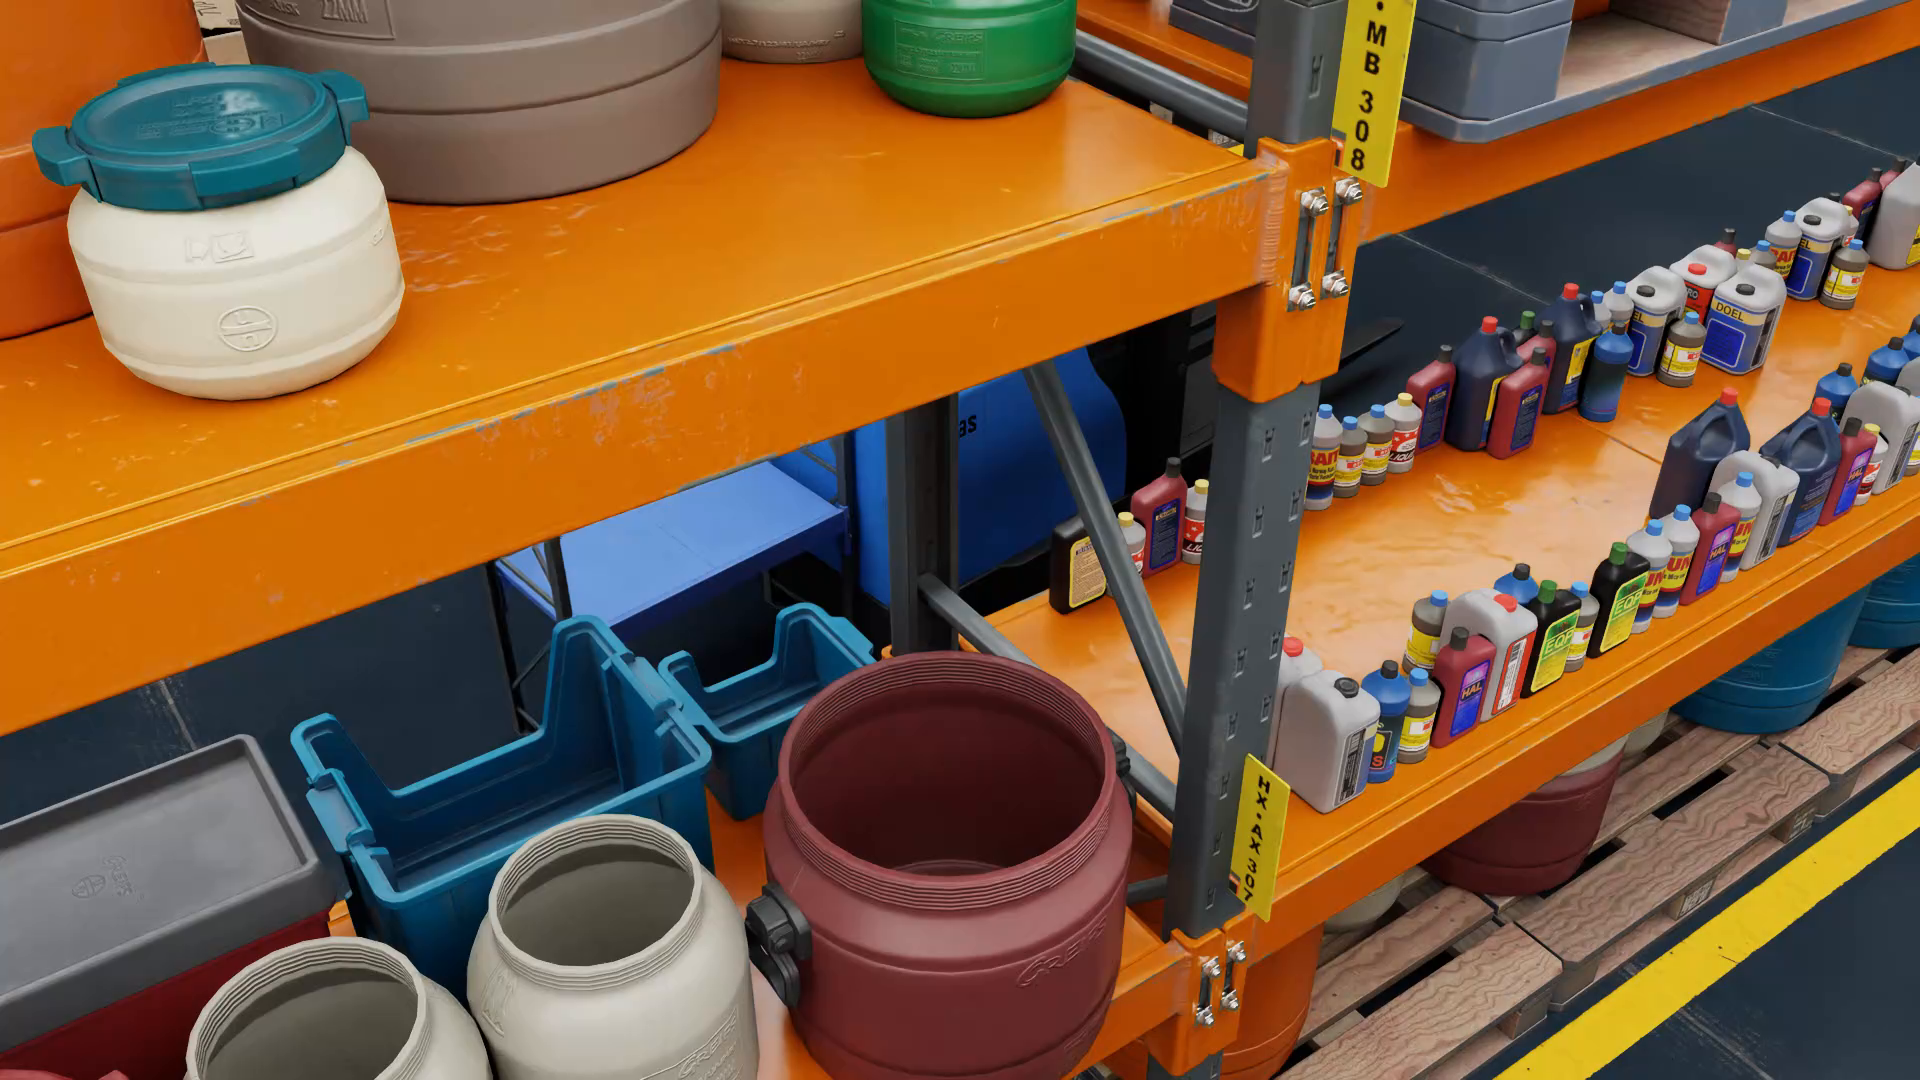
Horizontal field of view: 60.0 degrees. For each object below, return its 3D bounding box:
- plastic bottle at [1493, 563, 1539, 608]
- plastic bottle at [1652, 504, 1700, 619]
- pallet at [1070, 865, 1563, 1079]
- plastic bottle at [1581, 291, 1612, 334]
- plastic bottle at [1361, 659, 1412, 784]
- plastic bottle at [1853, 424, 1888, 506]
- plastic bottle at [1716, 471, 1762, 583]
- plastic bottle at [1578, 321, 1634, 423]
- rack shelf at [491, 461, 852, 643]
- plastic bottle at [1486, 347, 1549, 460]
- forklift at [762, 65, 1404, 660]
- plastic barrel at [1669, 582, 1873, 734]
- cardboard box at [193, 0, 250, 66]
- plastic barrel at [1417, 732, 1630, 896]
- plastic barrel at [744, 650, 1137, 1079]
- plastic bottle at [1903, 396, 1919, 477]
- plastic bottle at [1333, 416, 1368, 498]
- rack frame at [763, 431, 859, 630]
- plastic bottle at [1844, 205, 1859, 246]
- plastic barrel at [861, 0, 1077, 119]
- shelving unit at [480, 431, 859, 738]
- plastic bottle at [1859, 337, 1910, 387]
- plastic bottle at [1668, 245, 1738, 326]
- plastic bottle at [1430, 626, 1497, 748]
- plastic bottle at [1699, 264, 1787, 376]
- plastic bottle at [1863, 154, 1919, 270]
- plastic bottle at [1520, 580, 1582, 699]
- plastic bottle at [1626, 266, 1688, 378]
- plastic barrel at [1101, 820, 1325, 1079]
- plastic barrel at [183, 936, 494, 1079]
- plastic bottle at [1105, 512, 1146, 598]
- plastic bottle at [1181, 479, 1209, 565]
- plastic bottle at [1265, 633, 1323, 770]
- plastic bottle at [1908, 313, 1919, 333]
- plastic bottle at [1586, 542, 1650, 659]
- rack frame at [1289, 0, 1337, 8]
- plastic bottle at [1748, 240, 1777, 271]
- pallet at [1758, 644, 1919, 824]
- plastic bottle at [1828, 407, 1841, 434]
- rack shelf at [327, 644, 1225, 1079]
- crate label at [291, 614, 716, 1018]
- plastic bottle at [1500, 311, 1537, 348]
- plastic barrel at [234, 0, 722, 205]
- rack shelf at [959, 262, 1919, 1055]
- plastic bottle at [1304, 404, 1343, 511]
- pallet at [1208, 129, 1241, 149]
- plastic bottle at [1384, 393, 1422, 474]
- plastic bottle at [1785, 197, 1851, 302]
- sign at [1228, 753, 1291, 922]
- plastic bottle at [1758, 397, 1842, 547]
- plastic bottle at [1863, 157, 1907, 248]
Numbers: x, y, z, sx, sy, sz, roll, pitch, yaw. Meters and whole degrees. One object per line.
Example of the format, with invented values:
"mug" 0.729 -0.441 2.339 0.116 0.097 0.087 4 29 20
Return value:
"plastic bottle" 1.178 0.167 3.559 0.097 0.271 0.097 0 36 0
"plastic bottle" 1.590 0.041 3.735 0.097 0.271 0.097 0 36 0
"pallet" 0.805 1.164 4.451 1.213 0.211 1.003 -22 41 -28
"plastic bottle" 1.720 -0.555 4.562 0.097 0.271 0.097 0 36 0
"plastic bottle" 0.835 0.352 3.302 0.097 0.271 0.097 0 36 0
"plastic bottle" 2.229 -0.194 4.120 0.097 0.201 0.097 0 36 0
"plastic bottle" 1.779 -0.037 3.842 0.097 0.271 0.097 0 36 0
"plastic bottle" 1.723 -0.453 4.421 0.097 0.271 0.097 0 36 0
"rack shelf" -0.892 0.054 5.198 1.000 0.185 0.538 -28 44 -33
"plastic bottle" 1.438 -0.354 4.272 0.133 0.283 0.061 -22 41 -28
"forklift" 0.578 -1.499 5.823 3.031 2.935 1.130 -28 44 -33
"plastic barrel" 2.421 0.066 5.027 0.708 0.901 0.600 -22 41 -28
"cardboard box" -2.988 -1.911 6.415 0.500 0.311 0.500 -20 40 -25
"plastic barrel" 1.498 0.573 4.591 0.708 0.588 0.600 -22 41 -28
"plastic barrel" -0.020 0.562 2.783 0.708 0.536 0.600 -22 41 -28
"plastic bottle" 2.418 -0.272 4.229 0.097 0.201 0.097 0 36 0
"plastic bottle" 0.961 -0.214 4.149 0.097 0.201 0.097 0 36 0
"rack frame" -0.517 -0.292 5.371 0.032 1.500 0.500 -28 44 -33
"plastic bottle" 2.716 -0.936 5.153 0.097 0.201 0.097 0 36 0
"plastic barrel" 0.012 -0.731 2.261 0.294 0.245 0.294 0 36 0
"shelving unit" -0.892 -0.092 5.093 1.048 1.500 0.538 -28 44 -33
"plastic bottle" 2.410 -0.405 4.355 0.097 0.271 0.097 0 36 0
"plastic bottle" 2.099 -0.693 4.751 0.135 0.276 0.152 -22 41 -28
"plastic bottle" 1.019 0.284 3.386 0.133 0.283 0.061 -22 41 -28
"plastic bottle" 2.187 -0.621 4.650 0.135 0.276 0.152 -22 41 -28
"plastic bottle" 2.947 -1.032 5.157 0.185 0.351 0.144 -22 41 -28
"plastic bottle" 1.238 0.194 3.512 0.133 0.283 0.061 -22 41 -28
"plastic bottle" 1.910 -0.615 4.643 0.135 0.276 0.152 -22 41 -28
"plastic barrel" 0.575 0.854 3.992 0.708 0.830 0.600 -22 41 -28
"plastic barrel" -0.878 0.861 2.388 0.421 0.512 0.421 0 36 0
"plastic bottle" 0.374 0.027 3.813 0.097 0.201 0.097 0 36 0
"plastic bottle" 0.563 -0.050 3.921 0.097 0.201 0.097 0 36 0
"plastic bottle" 0.637 0.303 3.366 0.135 0.276 0.152 -22 41 -28
"plastic bottle" 2.657 -0.550 4.488 0.185 0.351 0.144 -22 41 -28
"plastic bottle" 1.427 0.116 3.619 0.133 0.283 0.061 -22 41 -28
"rack frame" 0.185 -2.119 1.489 0.127 3.000 1.000 -22 41 -28
"plastic bottle" 2.367 -0.793 4.953 0.097 0.201 0.097 0 36 0
"pallet" 2.799 0.343 5.593 1.213 0.211 1.003 -22 41 -28
"plastic bottle" 2.085 -0.206 4.078 0.097 0.271 0.097 0 36 0
"rack shelf" -1.450 1.281 2.516 4.000 0.370 1.077 -22 41 -28
"crate label" -0.783 0.507 2.945 0.616 0.435 0.502 -22 41 -28
"plastic bottle" 1.464 -0.467 4.431 0.133 0.283 0.061 -22 41 -28
"plastic barrel" -0.612 -0.932 1.979 0.600 0.901 0.600 0 36 0
"rack shelf" 1.819 -0.064 4.386 4.000 0.370 1.077 -22 41 -28
"plastic bottle" 0.881 -0.210 4.083 0.097 0.271 0.097 0 36 0
"pallet" 1.166 -2.493 9.535 1.213 0.211 1.003 -22 41 -28
"plastic bottle" 1.120 -0.279 4.240 0.097 0.201 0.097 0 36 0
"plastic bottle" 2.557 -0.882 5.013 0.135 0.276 0.152 -22 41 -28
"sign" 0.507 0.511 2.831 0.005 0.325 0.100 -22 41 -28
"plastic bottle" 1.991 -0.173 3.964 0.185 0.351 0.144 -22 41 -28
"plastic bottle" 2.909 -1.062 5.257 0.133 0.283 0.061 -22 41 -28
